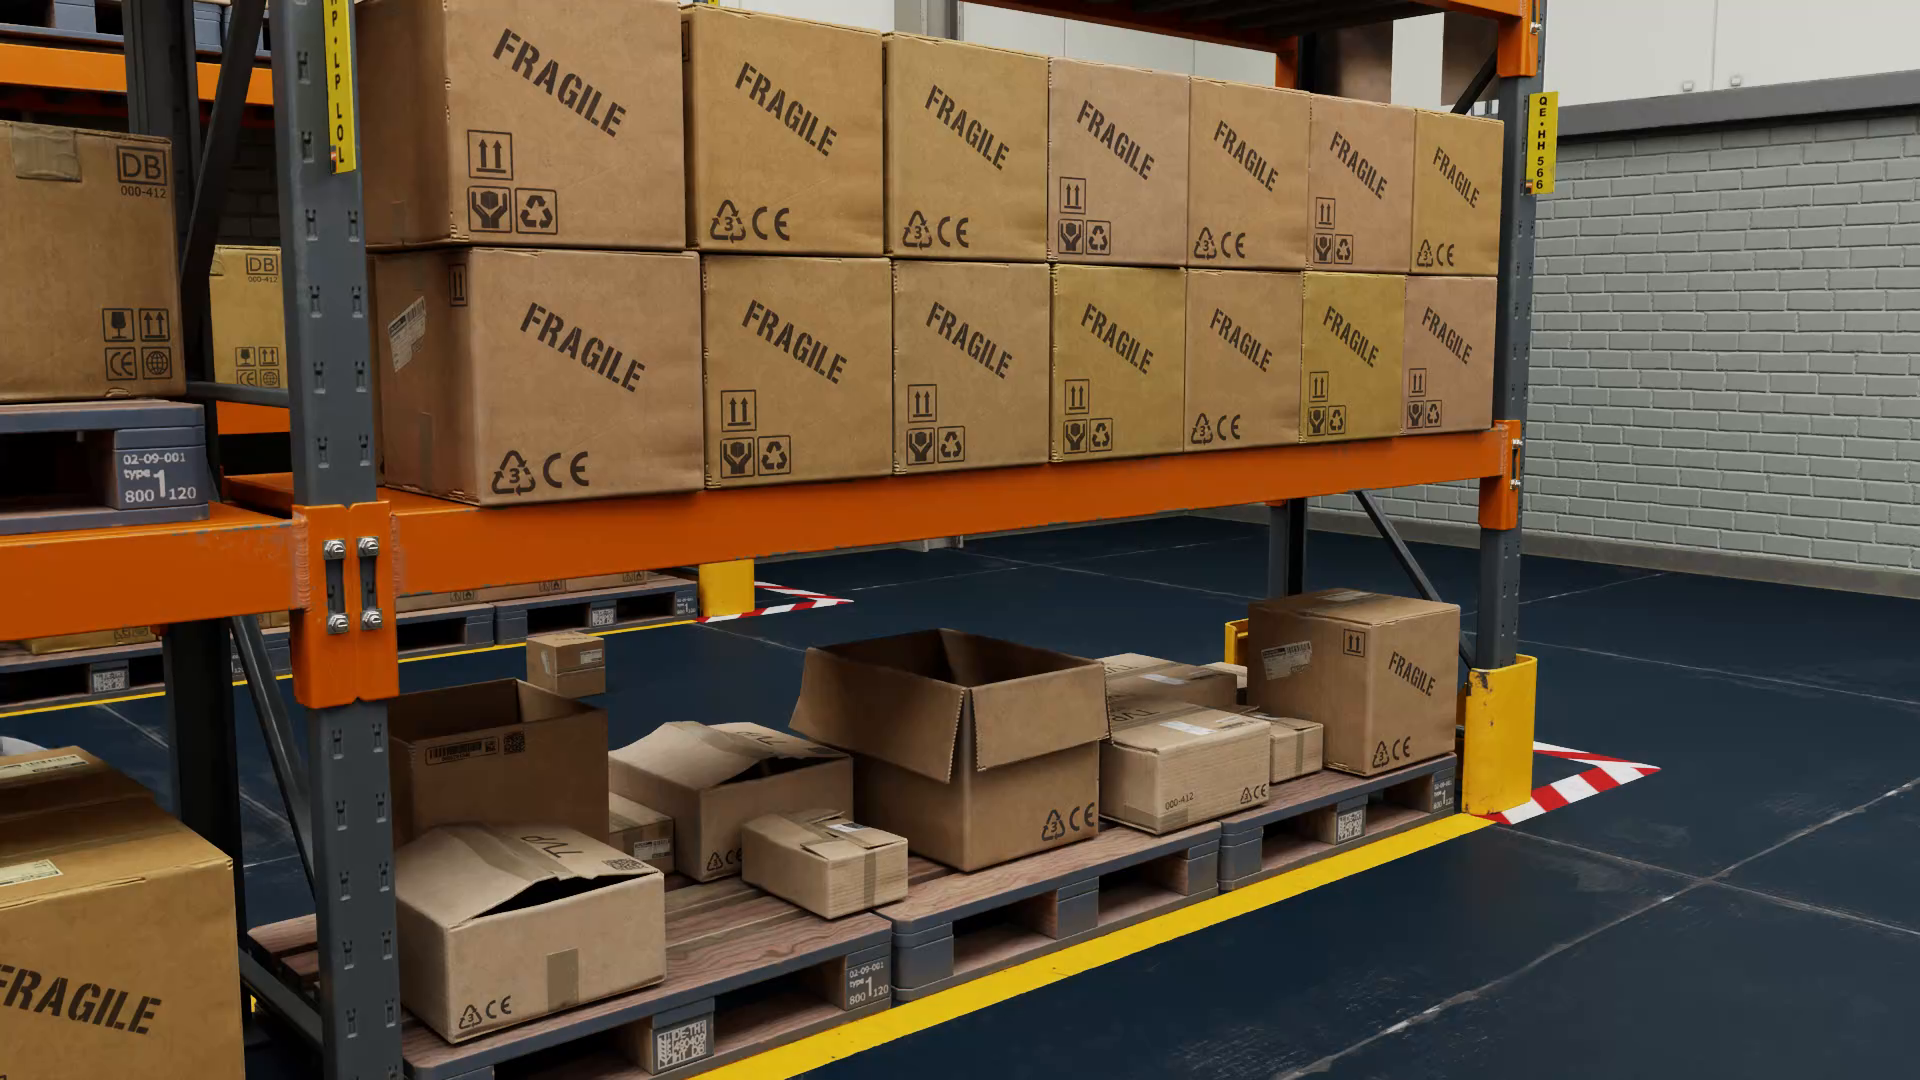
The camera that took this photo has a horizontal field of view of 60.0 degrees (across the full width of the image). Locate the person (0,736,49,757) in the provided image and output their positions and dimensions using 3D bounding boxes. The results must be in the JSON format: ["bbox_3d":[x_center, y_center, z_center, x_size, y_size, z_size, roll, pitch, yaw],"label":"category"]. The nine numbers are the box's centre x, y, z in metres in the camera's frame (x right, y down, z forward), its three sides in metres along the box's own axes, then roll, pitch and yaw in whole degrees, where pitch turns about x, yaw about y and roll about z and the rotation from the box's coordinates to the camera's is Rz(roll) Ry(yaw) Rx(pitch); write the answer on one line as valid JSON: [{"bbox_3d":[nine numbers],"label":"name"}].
[{"bbox_3d":[-2.962,0.193,4.750,0.449,1.640,0.741,6,10,40],"label":"person"}]
